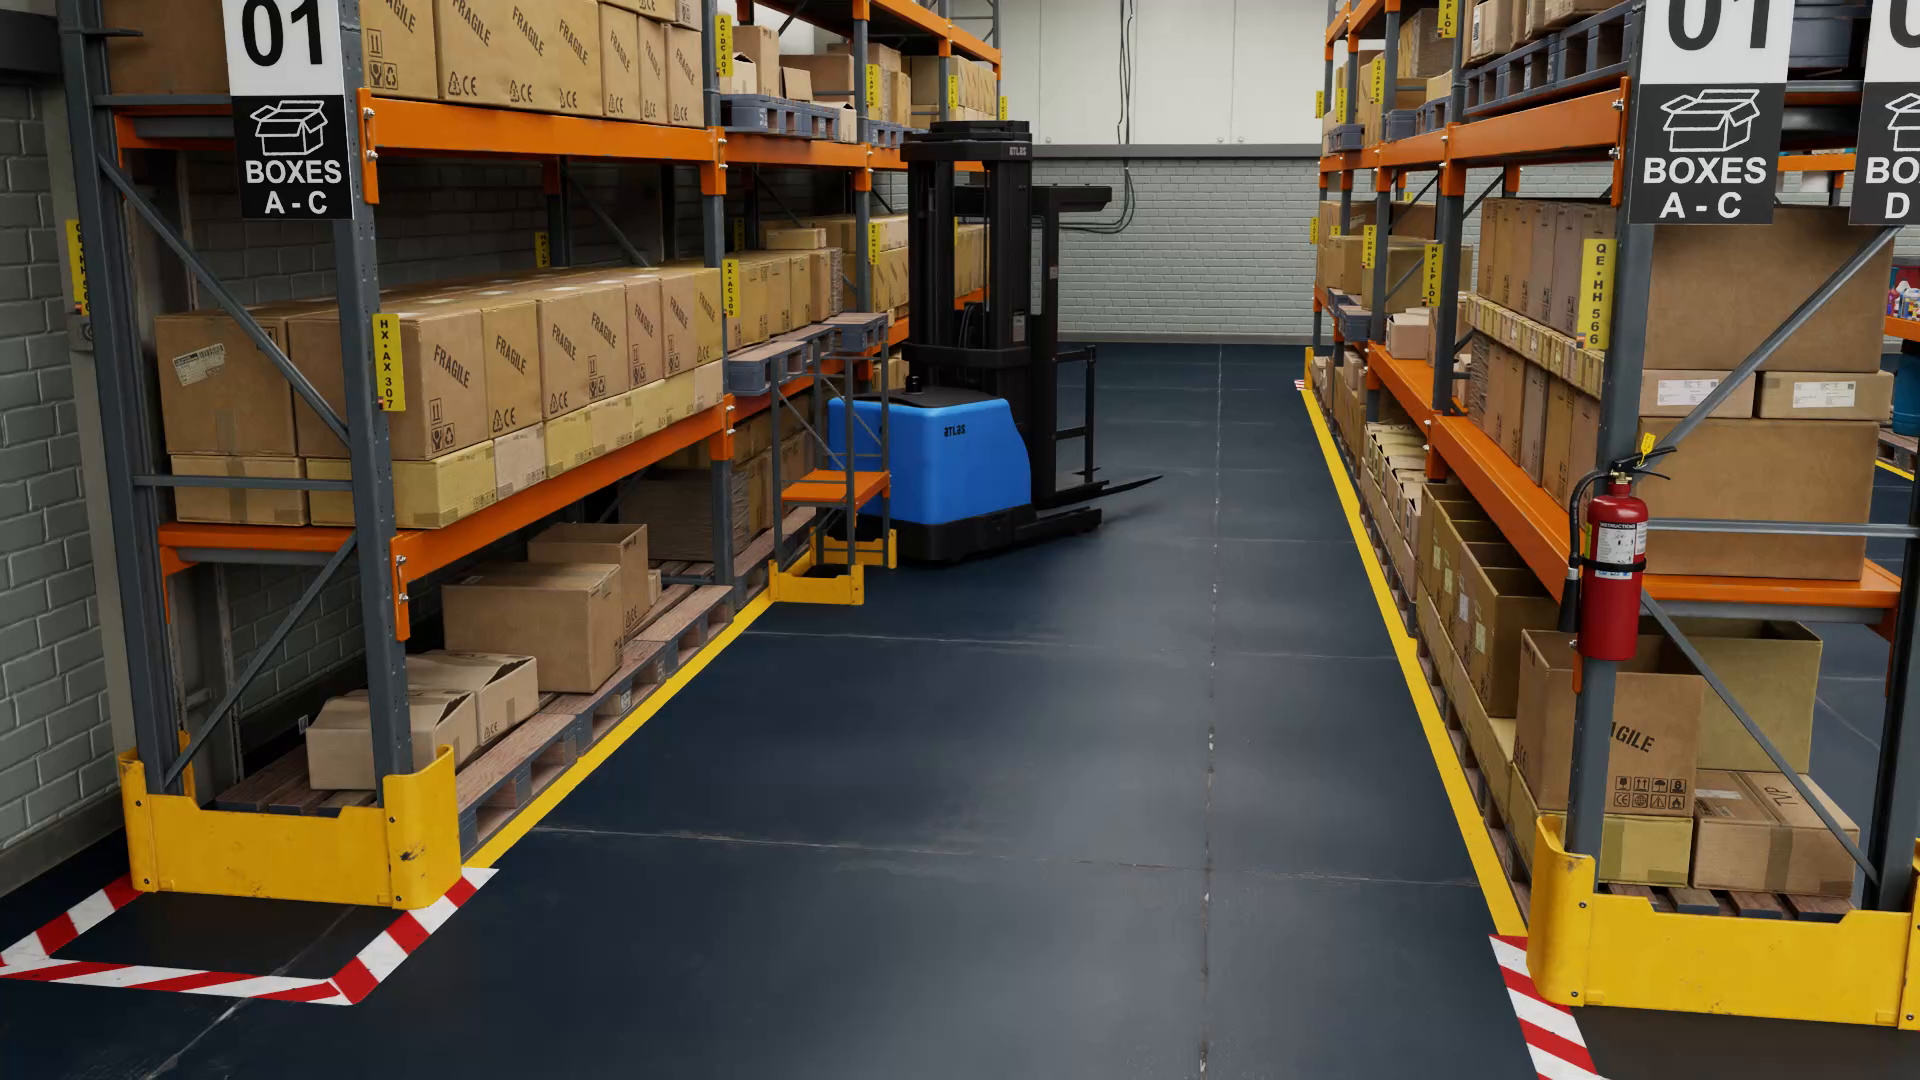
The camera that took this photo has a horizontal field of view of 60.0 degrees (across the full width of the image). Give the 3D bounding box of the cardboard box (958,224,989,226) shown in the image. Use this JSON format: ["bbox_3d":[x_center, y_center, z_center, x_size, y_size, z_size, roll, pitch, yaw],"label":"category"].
[{"bbox_3d":[-0.066,-3.561,20.686,0.980,0.700,0.700,2,12,11],"label":"cardboard box"}]

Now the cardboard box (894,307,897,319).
[{"bbox_3d":[-0.778,-2.073,15.039,0.380,0.149,0.250,2,12,10],"label":"cardboard box"}]

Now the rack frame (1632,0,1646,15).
[{"bbox_3d":[2.438,-2.963,4.384,1.000,3.000,0.127,2,12,9],"label":"rack frame"}]

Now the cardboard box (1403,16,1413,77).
[{"bbox_3d":[3.820,-3.897,13.225,0.500,0.500,0.500,2,12,9],"label":"cardboard box"}]

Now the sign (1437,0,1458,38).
[{"bbox_3d":[2.515,-2.752,8.548,0.100,0.325,0.005,2,12,9],"label":"sign"}]

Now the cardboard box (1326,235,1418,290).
[{"bbox_3d":[3.989,-2.692,16.129,0.700,0.500,0.500,-2,12,-10],"label":"cardboard box"}]

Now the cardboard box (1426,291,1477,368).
[{"bbox_3d":[3.426,-1.395,11.110,0.500,0.500,0.500,1,12,6],"label":"cardboard box"}]

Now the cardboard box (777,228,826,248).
[{"bbox_3d":[-1.251,-2.364,13.022,0.380,0.149,0.250,0,12,1],"label":"cardboard box"}]

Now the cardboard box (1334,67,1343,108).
[{"bbox_3d":[4.675,-5.157,19.070,0.700,0.500,0.500,2,12,9],"label":"cardboard box"}]

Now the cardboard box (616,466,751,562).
[{"bbox_3d":[-1.746,-0.170,10.552,0.700,0.500,0.500,2,12,11],"label":"cardboard box"}]

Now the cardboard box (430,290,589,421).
[{"bbox_3d":[-1.916,-0.793,7.082,0.500,0.500,0.500,1,12,7],"label":"cardboard box"}]

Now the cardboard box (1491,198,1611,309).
[{"bbox_3d":[2.914,-1.349,7.815,0.700,0.500,0.500,2,12,9],"label":"cardboard box"}]

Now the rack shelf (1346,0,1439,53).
[{"bbox_3d":[3.976,-4.498,14.161,1.077,0.370,4.000,2,12,9],"label":"rack shelf"}]

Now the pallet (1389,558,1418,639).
[{"bbox_3d":[3.128,0.345,9.891,1.003,0.211,1.213,2,12,9],"label":"pallet"}]

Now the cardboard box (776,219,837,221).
[{"bbox_3d":[-1.331,-2.637,14.339,0.500,0.250,0.500,1,12,7],"label":"cardboard box"}]

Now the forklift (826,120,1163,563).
[{"bbox_3d":[0.400,-1.533,12.150,1.130,2.935,3.031,10,16,39],"label":"forklift"}]

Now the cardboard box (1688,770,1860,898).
[{"bbox_3d":[2.740,1.004,5.746,0.500,0.250,0.500,2,12,9],"label":"cardboard box"}]

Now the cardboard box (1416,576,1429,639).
[{"bbox_3d":[2.682,0.362,8.723,0.500,0.250,0.500,2,12,9],"label":"cardboard box"}]

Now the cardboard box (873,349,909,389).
[{"bbox_3d":[-0.844,-1.341,15.203,0.750,0.750,0.750,2,12,8],"label":"cardboard box"}]

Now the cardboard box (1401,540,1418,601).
[{"bbox_3d":[2.830,0.180,9.569,0.500,0.250,0.500,2,12,8],"label":"cardboard box"}]

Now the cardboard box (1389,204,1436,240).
[{"bbox_3d":[4.634,-3.155,16.904,0.500,0.500,0.500,2,12,10],"label":"cardboard box"}]

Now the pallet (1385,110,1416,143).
[{"bbox_3d":[3.652,-2.926,11.779,1.213,0.211,1.003,2,12,11],"label":"pallet"}]

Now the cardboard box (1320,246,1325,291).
[{"bbox_3d":[4.415,-3.115,19.088,0.500,0.500,0.500,2,12,8],"label":"cardboard box"}]

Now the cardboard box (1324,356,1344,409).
[{"bbox_3d":[4.090,-1.650,17.417,0.500,0.500,0.500,2,12,9],"label":"cardboard box"}]

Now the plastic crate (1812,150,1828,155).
[{"bbox_3d":[9.146,-4.157,17.325,0.437,0.282,0.530,2,12,9],"label":"plastic crate"}]

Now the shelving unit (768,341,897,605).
[{"bbox_3d":[-0.800,-0.457,10.554,0.587,1.500,1.083,2,12,9],"label":"shelving unit"}]

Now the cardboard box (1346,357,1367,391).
[{"bbox_3d":[3.738,-1.483,14.864,0.500,0.250,0.500,2,12,8],"label":"cardboard box"}]

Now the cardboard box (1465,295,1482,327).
[{"bbox_3d":[2.820,-1.180,8.571,0.380,0.149,0.250,2,12,9],"label":"cardboard box"}]

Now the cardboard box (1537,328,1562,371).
[{"bbox_3d":[2.506,-0.752,6.586,0.380,0.149,0.250,2,12,10],"label":"cardboard box"}]

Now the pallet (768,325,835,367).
[{"bbox_3d":[-1.491,-1.349,11.587,1.003,0.211,1.213,2,12,9],"label":"pallet"}]

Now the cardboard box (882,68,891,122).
[{"bbox_3d":[-1.018,-4.019,15.120,0.700,0.500,0.500,2,12,9],"label":"cardboard box"}]

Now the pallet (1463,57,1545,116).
[{"bbox_3d":[2.947,-2.108,7.745,1.003,0.211,1.213,2,12,9],"label":"pallet"}]

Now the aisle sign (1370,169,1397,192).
[{"bbox_3d":[5.212,-4.637,20.217,0.394,0.787,0.004,2,12,9],"label":"aisle sign"}]

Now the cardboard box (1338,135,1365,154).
[{"bbox_3d":[4.095,-4.032,16.817,0.500,0.250,0.500,2,12,9],"label":"cardboard box"}]

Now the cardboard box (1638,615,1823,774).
[{"bbox_3d":[2.815,0.533,6.150,0.500,0.500,0.500,2,12,9],"label":"cardboard box"}]

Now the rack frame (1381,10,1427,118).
[{"bbox_3d":[3.668,-4.629,12.112,1.000,3.000,0.127,2,12,9],"label":"rack frame"}]

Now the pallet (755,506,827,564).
[{"bbox_3d":[-1.539,-0.077,11.849,1.003,0.211,1.213,2,12,9],"label":"pallet"}]

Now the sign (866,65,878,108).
[{"bbox_3d":[-0.691,-3.557,13.031,0.100,0.325,0.005,2,12,9],"label":"sign"}]

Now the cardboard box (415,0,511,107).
[{"bbox_3d":[-2.041,-1.888,6.228,0.500,0.500,0.500,3,12,12],"label":"cardboard box"}]

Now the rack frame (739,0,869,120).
[{"bbox_3d":[-1.227,-4.789,12.853,1.000,3.000,0.127,2,12,9],"label":"rack frame"}]

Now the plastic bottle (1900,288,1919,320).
[{"bbox_3d":[8.673,-2.147,15.129,0.152,0.276,0.135,2,12,9],"label":"plastic bottle"}]

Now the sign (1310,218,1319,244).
[{"bbox_3d":[4.362,-3.802,20.461,0.100,0.325,0.005,2,12,9],"label":"sign"}]

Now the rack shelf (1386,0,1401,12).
[{"bbox_3d":[3.360,-3.665,10.298,1.077,0.370,4.000,2,12,9],"label":"rack shelf"}]

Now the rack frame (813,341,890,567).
[{"bbox_3d":[-0.717,-0.561,11.035,0.500,1.500,0.032,2,12,9],"label":"rack frame"}]

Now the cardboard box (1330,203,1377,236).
[{"bbox_3d":[4.181,-3.287,17.514,0.500,0.500,0.500,2,12,8],"label":"cardboard box"}]

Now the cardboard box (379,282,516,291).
[{"bbox_3d":[-2.355,-0.916,7.650,0.500,0.500,0.500,2,12,9],"label":"cardboard box"}]

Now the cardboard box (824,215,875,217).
[{"bbox_3d":[-1.086,-2.958,15.829,0.500,0.250,0.500,1,12,7],"label":"cardboard box"}]

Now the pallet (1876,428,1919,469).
[{"bbox_3d":[9.017,-0.845,15.414,1.003,0.211,1.213,2,12,9],"label":"pallet"}]

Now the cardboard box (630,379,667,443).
[{"bbox_3d":[-1.763,-0.643,8.164,0.500,0.250,0.500,2,12,8],"label":"cardboard box"}]

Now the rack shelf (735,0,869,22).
[{"bbox_3d":[-1.535,-3.825,11.039,1.077,0.370,4.000,2,12,9],"label":"rack shelf"}]

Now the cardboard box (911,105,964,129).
[{"bbox_3d":[-0.245,-4.471,17.621,0.500,0.250,0.500,2,12,8],"label":"cardboard box"}]

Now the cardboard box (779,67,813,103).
[{"bbox_3d":[-1.518,-3.116,11.918,0.797,0.503,0.637,4,13,17],"label":"cardboard box"}]
